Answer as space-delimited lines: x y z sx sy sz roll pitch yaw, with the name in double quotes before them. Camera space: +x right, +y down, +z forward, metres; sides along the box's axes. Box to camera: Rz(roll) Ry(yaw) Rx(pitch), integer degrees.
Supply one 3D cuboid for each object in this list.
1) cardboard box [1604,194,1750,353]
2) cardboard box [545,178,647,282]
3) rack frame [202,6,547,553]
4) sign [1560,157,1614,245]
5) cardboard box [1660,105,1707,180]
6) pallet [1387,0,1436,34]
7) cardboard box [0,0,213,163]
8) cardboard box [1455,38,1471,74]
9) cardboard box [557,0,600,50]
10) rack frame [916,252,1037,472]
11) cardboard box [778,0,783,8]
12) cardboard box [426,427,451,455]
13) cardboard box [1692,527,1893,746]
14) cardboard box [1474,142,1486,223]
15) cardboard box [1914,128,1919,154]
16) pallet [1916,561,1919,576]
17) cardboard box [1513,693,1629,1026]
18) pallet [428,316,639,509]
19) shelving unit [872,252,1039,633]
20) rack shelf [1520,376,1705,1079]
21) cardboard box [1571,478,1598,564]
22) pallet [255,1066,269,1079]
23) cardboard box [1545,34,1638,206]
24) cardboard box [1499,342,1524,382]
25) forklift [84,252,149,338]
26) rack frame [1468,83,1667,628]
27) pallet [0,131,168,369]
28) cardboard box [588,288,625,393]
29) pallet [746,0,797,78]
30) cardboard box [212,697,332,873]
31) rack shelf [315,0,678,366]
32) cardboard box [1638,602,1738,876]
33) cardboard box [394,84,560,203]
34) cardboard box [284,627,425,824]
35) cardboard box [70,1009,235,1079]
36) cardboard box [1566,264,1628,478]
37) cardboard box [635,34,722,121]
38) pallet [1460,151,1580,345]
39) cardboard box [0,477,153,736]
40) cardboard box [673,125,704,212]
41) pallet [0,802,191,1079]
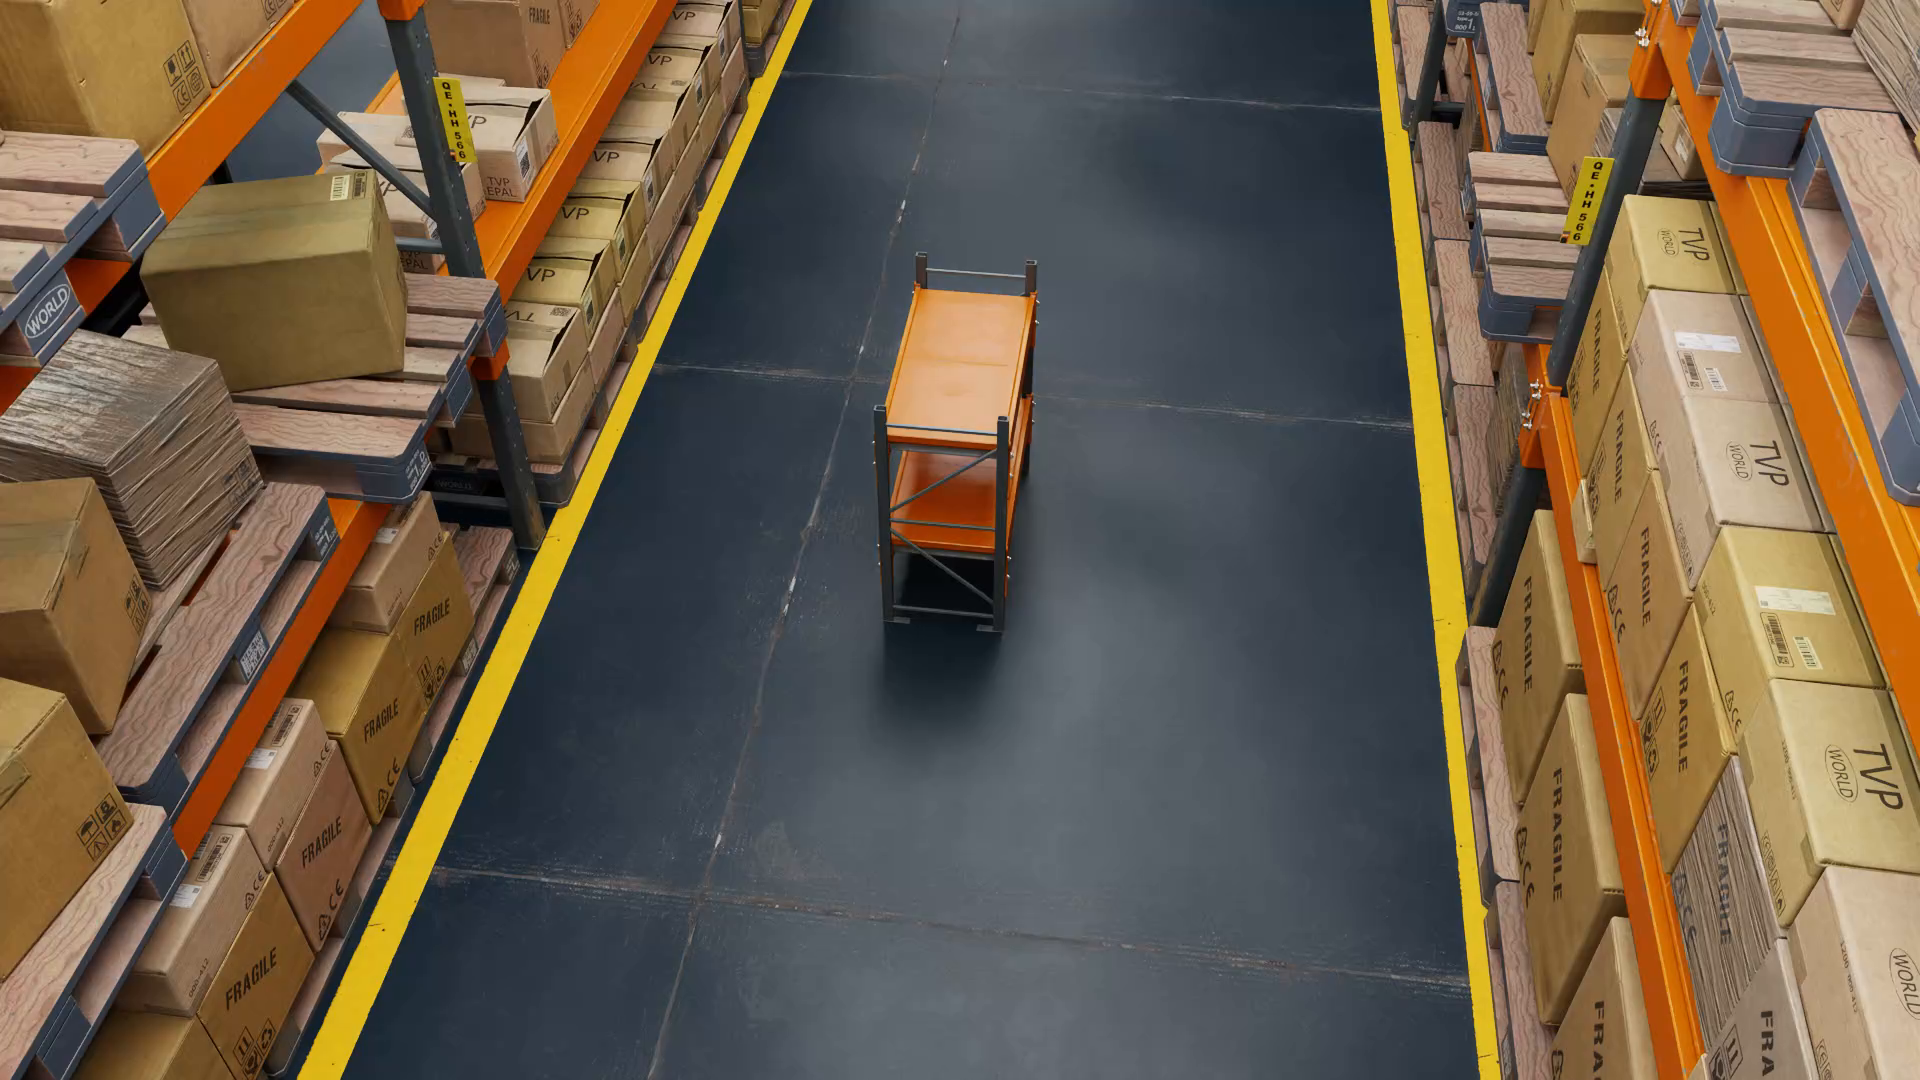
"cardboard box" 2.278 -0.793 5.057 0.500 0.250 0.500 6 44 7
"cardboard box" -1.822 -1.517 7.957 0.500 0.311 0.500 4 44 4
"rack frame" -2.313 -1.123 6.254 1.000 3.000 0.127 5 44 6
"sign" 2.059 -1.109 5.456 0.100 0.325 0.005 5 44 6
"cardboard box" 2.614 -1.344 5.624 0.380 0.149 0.250 0 43 0
"pallet" 3.339 -3.683 10.986 1.003 0.211 1.213 5 44 6
"cardboard box" -2.473 -1.246 4.130 0.910 0.500 0.500 5 44 6
"cardboard box" 3.168 -2.899 9.871 0.380 0.166 0.250 0 43 0
"cardboard box" -2.038 -2.663 7.808 0.500 0.500 0.500 5 44 6
"rack frame" 0.066 -0.750 7.224 0.500 1.125 0.032 5 44 6
"cardboard box" -1.351 -3.631 10.598 0.500 0.250 0.500 5 44 6
"cardboard box" -2.485 -0.657 7.457 0.500 0.250 0.500 6 44 7
"cardboard box" 2.088 0.243 3.962 0.500 0.250 0.500 4 44 5
"cardboard box" 3.027 -1.793 8.460 0.700 0.500 0.500 4 44 5
"cardboard box" 2.487 -0.883 3.426 0.700 0.500 0.500 7 44 8
"pallet" 2.141 0.402 2.601 0.805 0.209 1.217 4 44 4
"cardboard box" 2.248 1.039 5.229 0.750 0.750 0.750 5 44 5
"pallet" -2.165 -0.668 7.801 1.003 0.211 1.213 5 44 6
"shelving unit" -0.001 -0.404 6.858 0.538 1.125 1.048 5 44 6
"rack shelf" 2.333 0.949 4.589 1.077 0.370 4.000 5 44 6
"cardboard box" 2.164 -0.043 5.282 0.380 0.149 0.250 6 44 7
"pallet" -2.772 2.058 4.923 1.003 0.211 1.213 5 44 6
"cardboard box" 2.697 -1.575 6.340 0.700 0.500 0.500 1 43 2
"cardboard box" 2.825 -0.763 7.372 0.700 0.500 0.500 5 44 5
"forklift" -4.751 -1.829 7.049 1.130 2.935 3.031 7 44 7
"rack frame" 2.598 -0.675 5.781 1.000 3.000 0.127 5 44 6
"pallet" -2.552 -0.563 3.618 1.213 0.211 1.003 5 44 6
"cardboard box" -1.887 -0.950 7.766 0.500 0.250 0.500 4 44 4
"pallet" -1.637 -3.374 10.660 1.003 0.211 1.213 5 44 6
"cardboard box" -2.338 0.748 5.231 0.500 0.250 0.500 4 44 5
"rack shelf" -2.049 -2.224 7.941 1.077 0.370 4.000 5 44 6
"cardboard box" 2.074 0.531 4.204 0.500 0.500 0.500 6 44 7
"cardboard box" -2.003 -1.682 6.910 0.500 0.311 0.500 5 44 5
"cardboard box" -2.273 0.637 5.894 0.500 0.500 0.500 4 44 4
"cardboard box" -2.477 1.679 4.793 0.500 0.500 0.500 6 44 6
"cardboard box" 2.280 -0.519 5.312 0.500 0.500 0.500 6 44 7
"cardboard box" -1.616 -2.549 9.047 0.500 0.311 0.500 6 44 7
"pallet" 2.586 -1.101 6.370 1.213 0.211 1.003 5 44 6
"cardboard box" -2.669 0.205 4.474 0.700 0.500 0.500 -5 44 -5
"cardboard box" -1.687 -2.000 8.876 0.500 0.250 0.500 6 44 6
"pallet" -2.628 1.139 4.006 1.003 0.211 1.213 5 44 6
